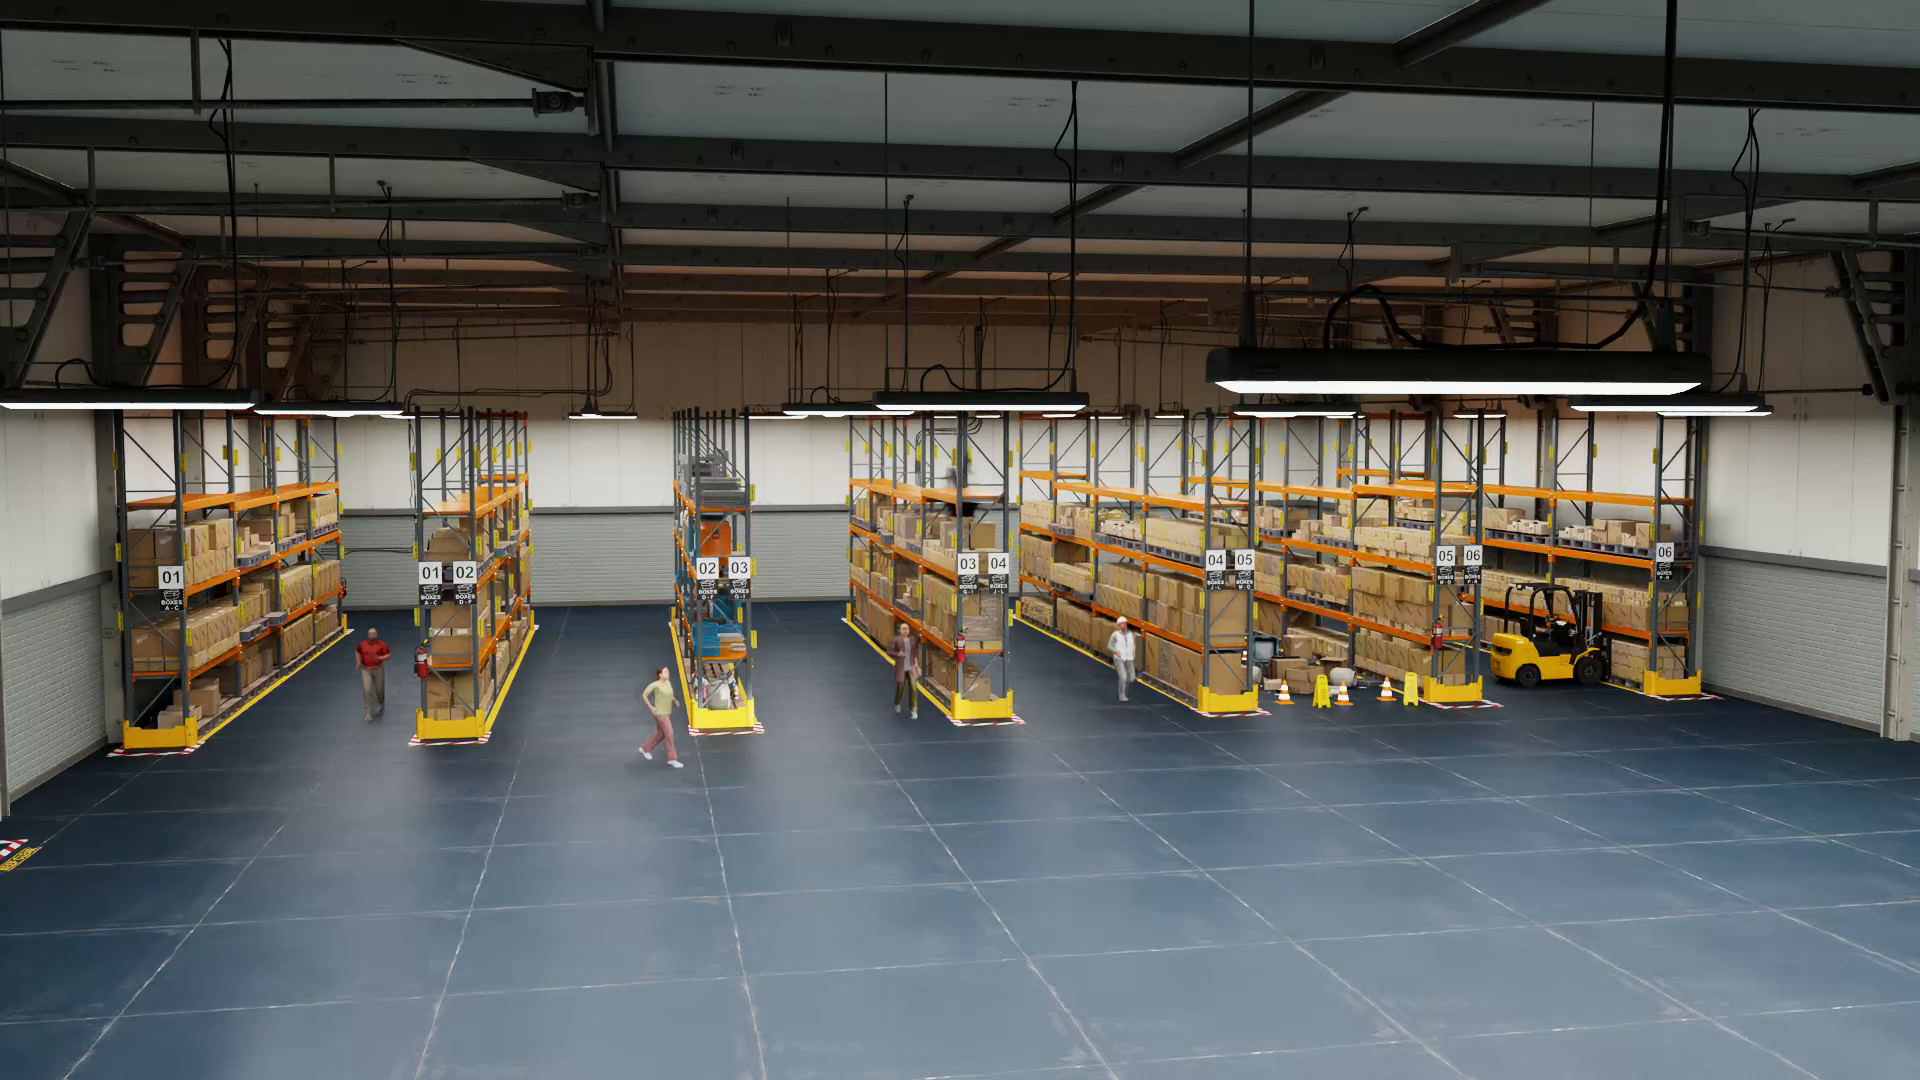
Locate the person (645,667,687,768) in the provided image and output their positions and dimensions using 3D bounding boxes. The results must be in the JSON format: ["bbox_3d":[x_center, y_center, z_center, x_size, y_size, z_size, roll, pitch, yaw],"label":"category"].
[{"bbox_3d":[-4.919,2.936,27.704,0.850,1.667,0.591,2,4,22],"label":"person"}]

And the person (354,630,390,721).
[{"bbox_3d":[-11.313,2.581,32.012,0.672,1.700,0.933,-1,4,-14],"label":"person"}]

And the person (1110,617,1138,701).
[{"bbox_3d":[3.407,2.436,33.975,0.651,1.725,0.583,-2,4,-21],"label":"person"}]

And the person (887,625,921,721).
[{"bbox_3d":[-1.052,2.545,32.219,0.713,1.803,0.909,-1,4,-17],"label":"person"}]
